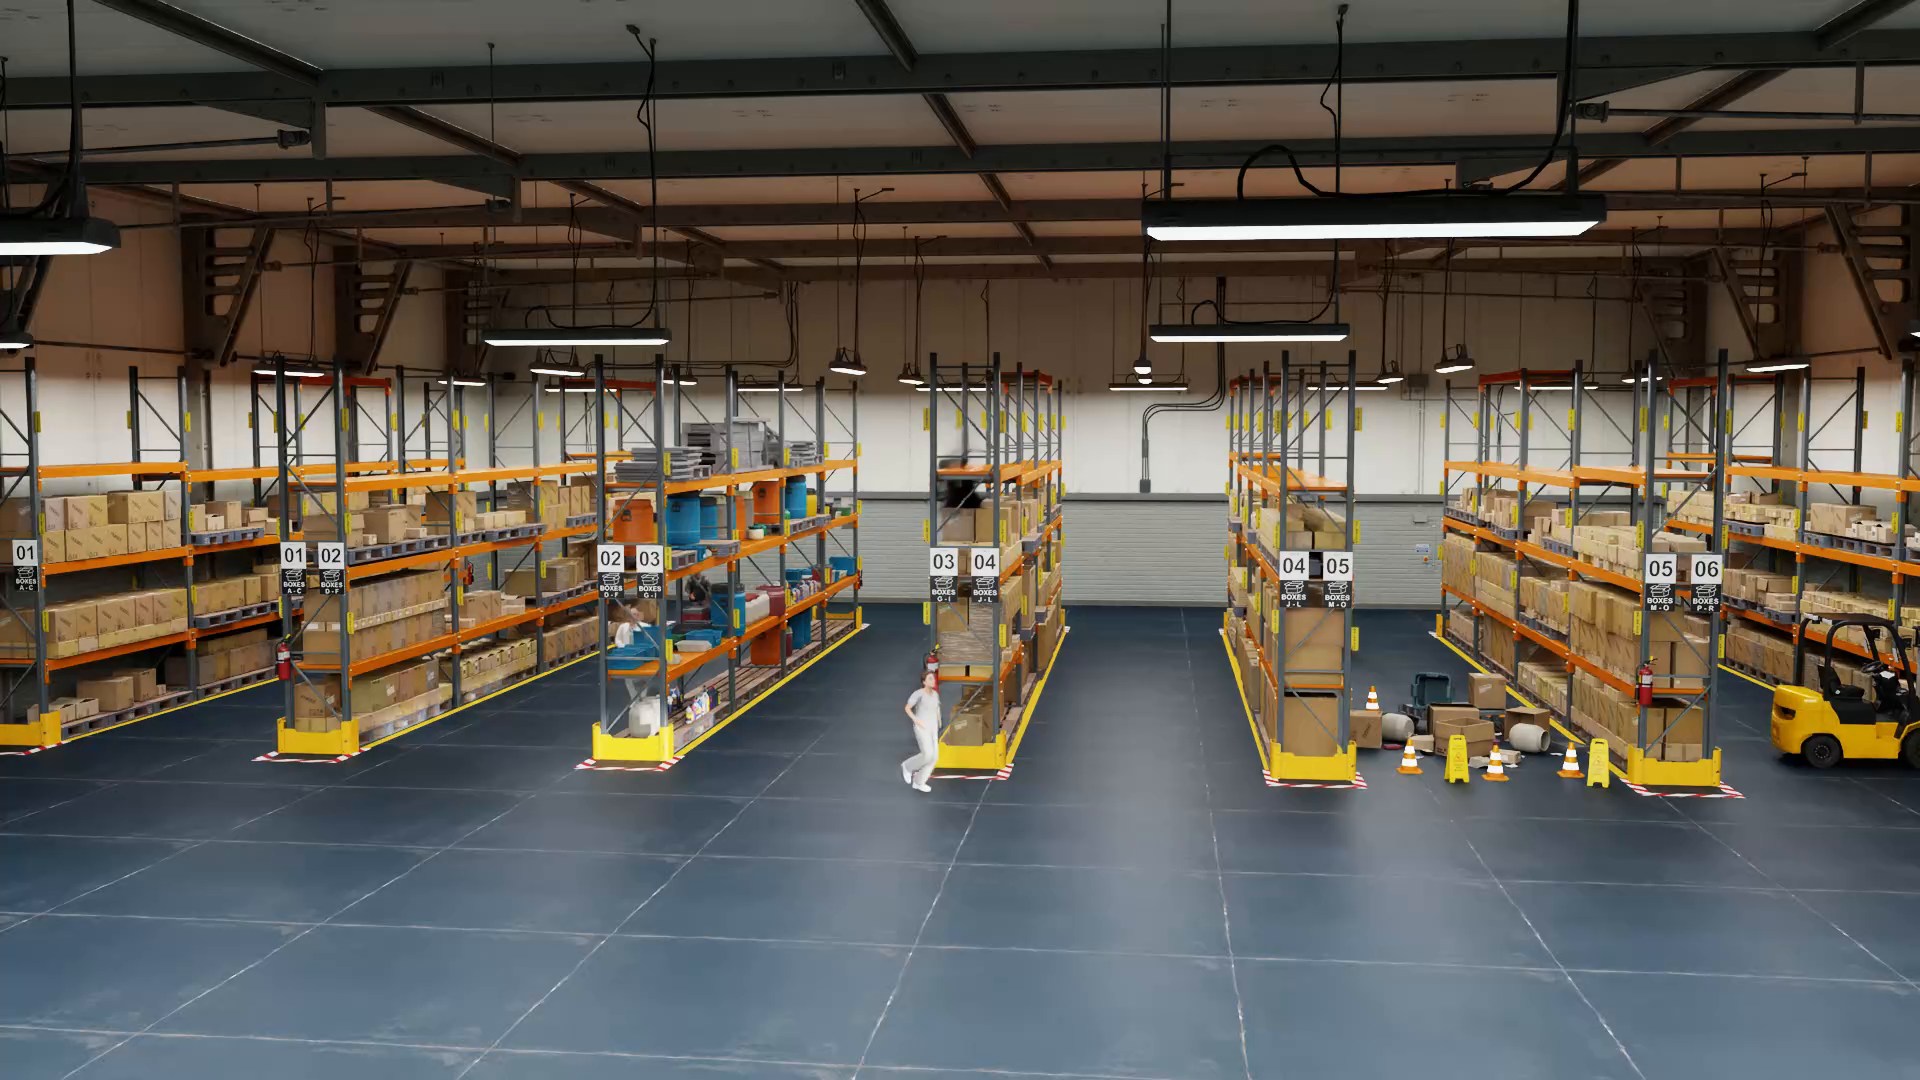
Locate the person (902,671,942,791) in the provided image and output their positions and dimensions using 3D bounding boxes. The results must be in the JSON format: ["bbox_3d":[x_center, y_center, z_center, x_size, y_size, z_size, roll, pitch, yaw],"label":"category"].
[{"bbox_3d":[-0.474,2.591,22.702,0.594,1.624,0.539,-4,6,-44],"label":"person"}]

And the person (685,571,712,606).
[{"bbox_3d":[-6.160,1.424,39.235,0.669,1.641,0.563,0,4,-6],"label":"person"}]

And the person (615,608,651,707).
[{"bbox_3d":[-5.738,2.115,29.240,0.707,1.652,0.633,0,4,5],"label":"person"}]
